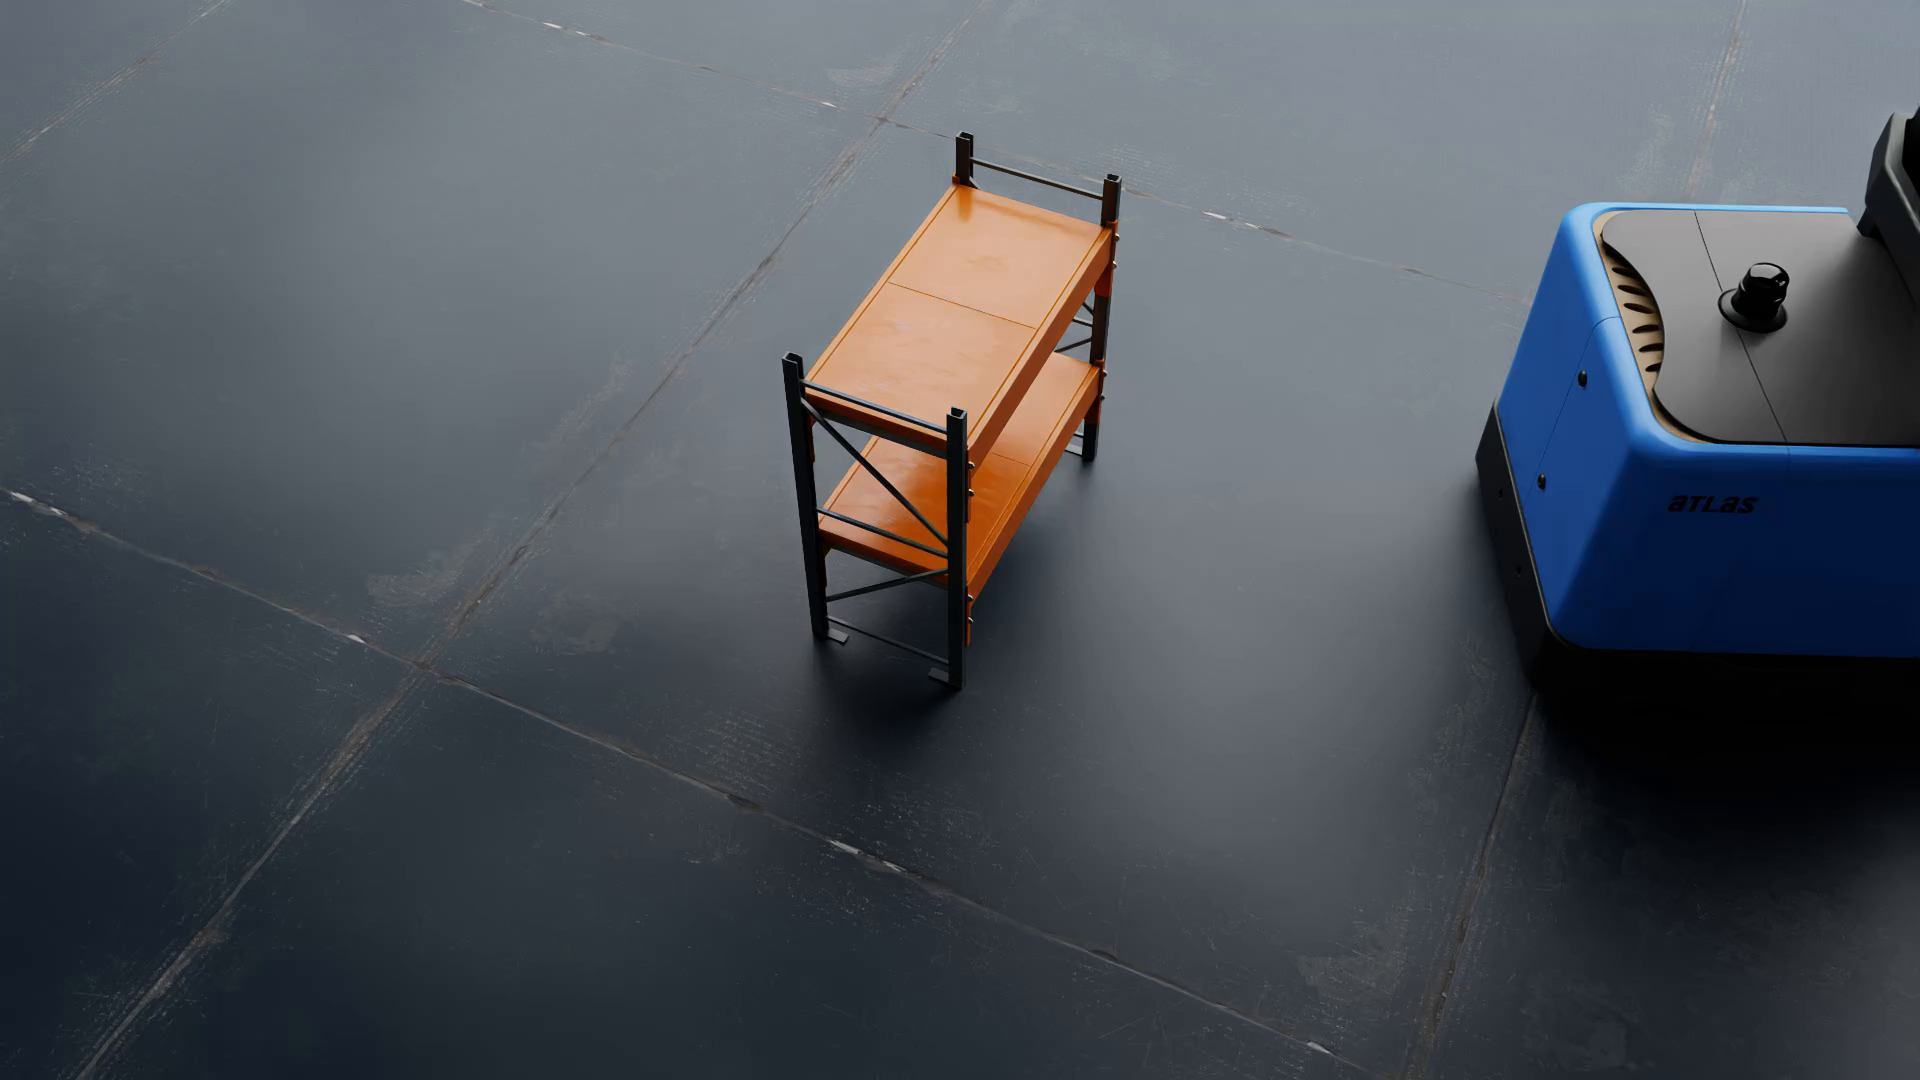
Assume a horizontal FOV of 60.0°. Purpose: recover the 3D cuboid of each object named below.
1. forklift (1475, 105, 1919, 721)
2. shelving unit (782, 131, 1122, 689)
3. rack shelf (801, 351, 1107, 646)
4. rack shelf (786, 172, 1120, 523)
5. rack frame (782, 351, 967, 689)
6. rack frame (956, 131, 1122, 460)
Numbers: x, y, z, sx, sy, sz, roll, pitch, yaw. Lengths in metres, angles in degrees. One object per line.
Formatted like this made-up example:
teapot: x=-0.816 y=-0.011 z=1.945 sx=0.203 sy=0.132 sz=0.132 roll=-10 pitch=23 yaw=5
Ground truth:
forklift: x=3.166 y=-0.799 z=4.006 sx=3.031 sy=2.935 sz=1.130 roll=1 pitch=50 yaw=1
shelving unit: x=0.003 y=-0.369 z=4.826 sx=0.538 sy=1.125 sz=1.048 roll=20 pitch=52 yaw=16
rack shelf: x=0.003 y=-0.211 z=5.012 sx=0.538 sy=0.278 sz=1.000 roll=20 pitch=52 yaw=16
rack shelf: x=0.003 y=-0.559 z=4.603 sx=0.538 sy=0.278 sz=1.000 roll=20 pitch=52 yaw=16
rack frame: x=-0.214 y=-0.019 z=4.528 sx=0.500 sy=1.125 sz=0.032 roll=20 pitch=52 yaw=16
rack frame: x=0.220 y=-0.719 z=5.123 sx=0.500 sy=1.125 sz=0.032 roll=20 pitch=52 yaw=16
